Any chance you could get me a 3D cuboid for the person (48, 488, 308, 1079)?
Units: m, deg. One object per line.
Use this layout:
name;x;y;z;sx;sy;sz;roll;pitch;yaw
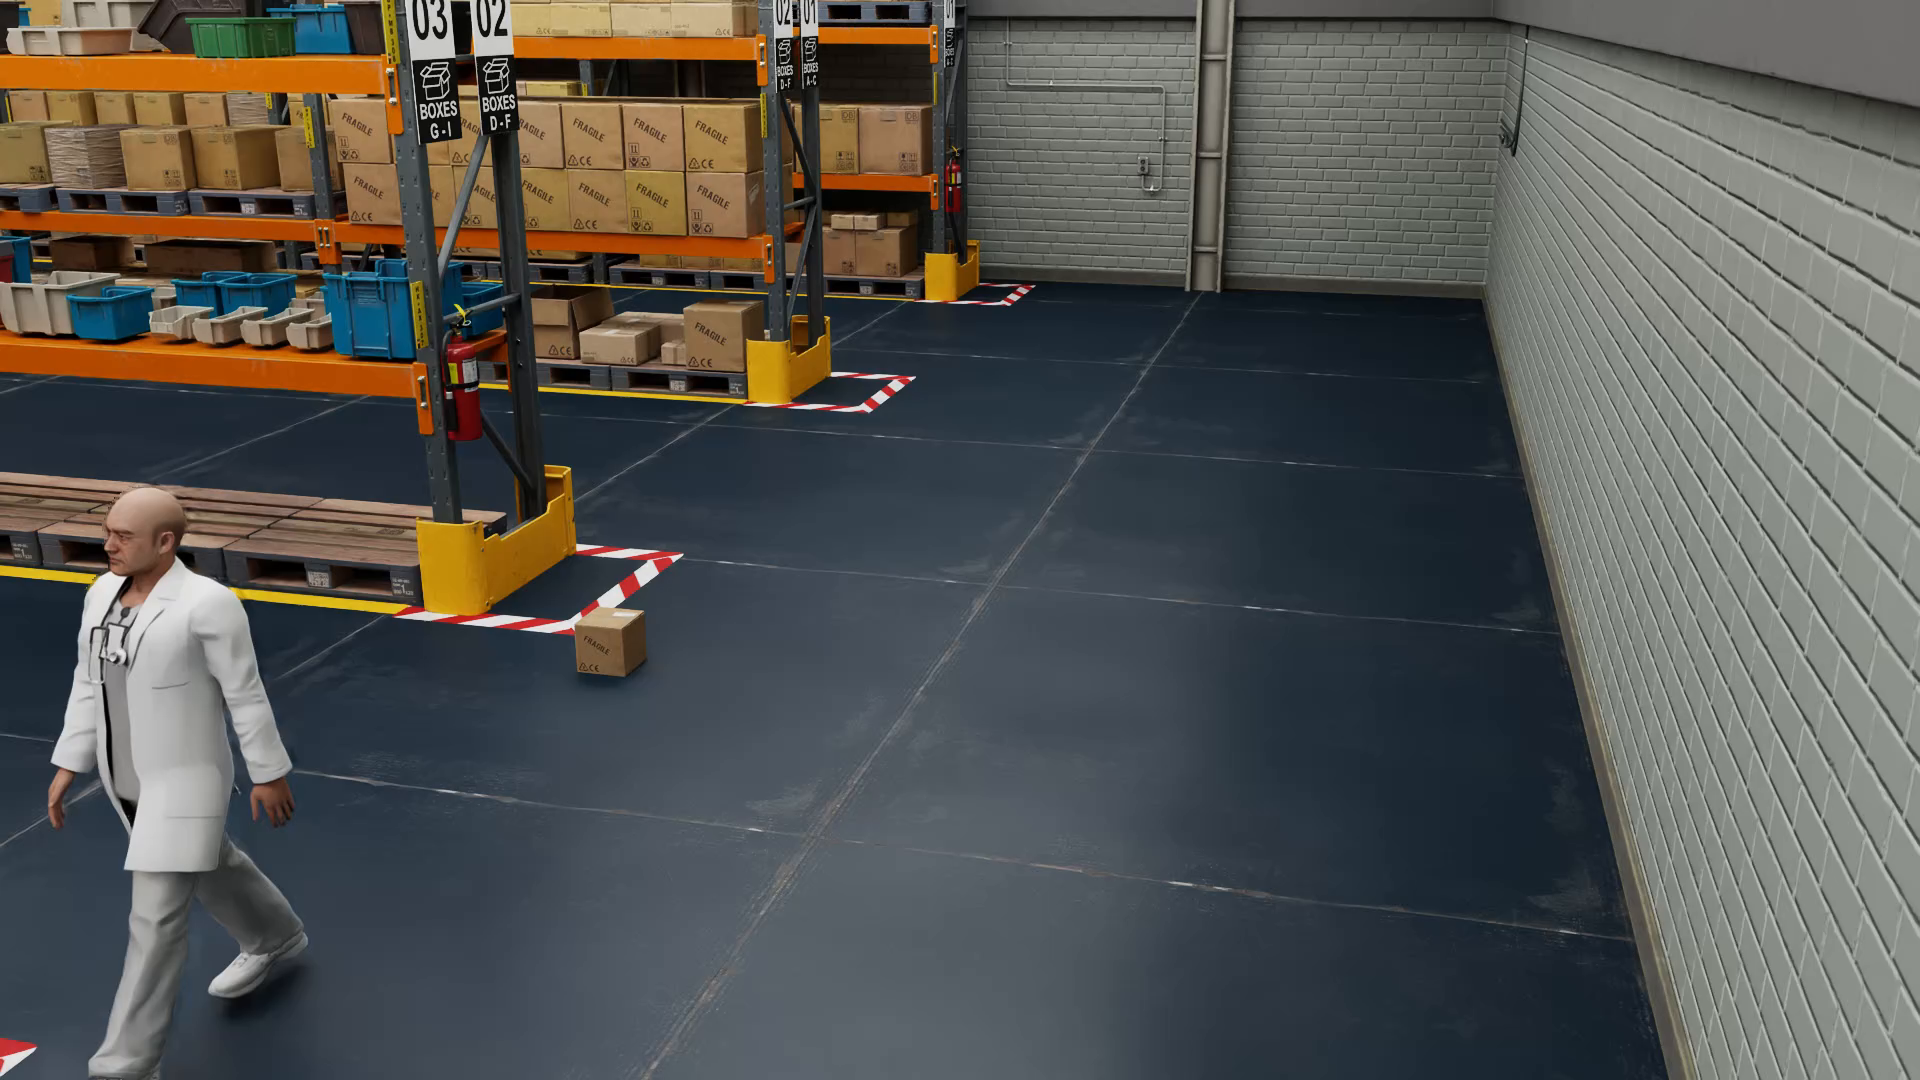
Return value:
person;-2.377;0.711;4.848;0.628;1.725;1.062;9;20;26
